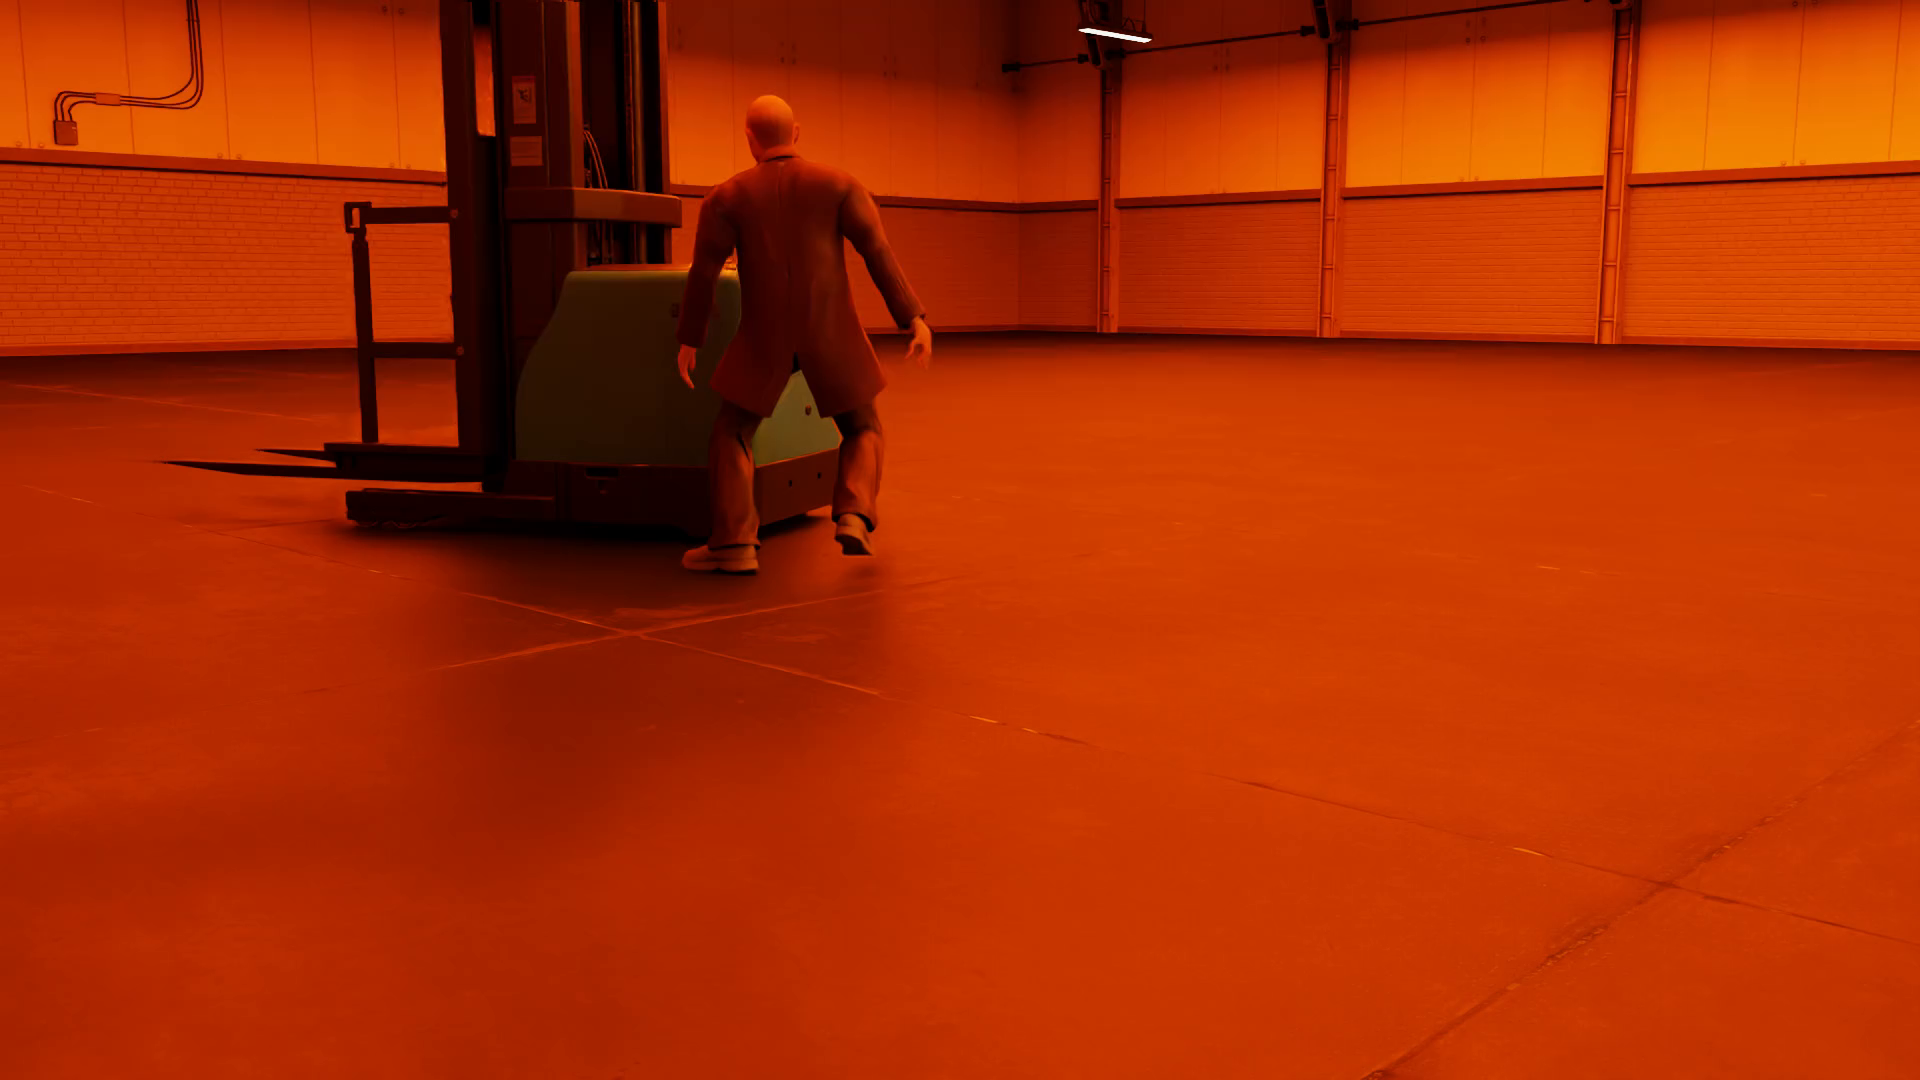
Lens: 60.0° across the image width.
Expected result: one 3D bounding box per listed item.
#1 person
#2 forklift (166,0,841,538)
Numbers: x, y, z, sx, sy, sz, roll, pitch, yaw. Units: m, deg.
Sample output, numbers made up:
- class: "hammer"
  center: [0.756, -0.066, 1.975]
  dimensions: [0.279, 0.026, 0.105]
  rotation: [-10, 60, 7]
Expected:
- class: "person"
  center: [-0.564, -0.733, 5.976]
  dimensions: [0.939, 1.687, 0.577]
  rotation: [0, 9, 3]
- class: "forklift"
  center: [-2.089, -1.564, 7.258]
  dimensions: [3.031, 2.935, 1.130]
  rotation: [3, 9, 18]
